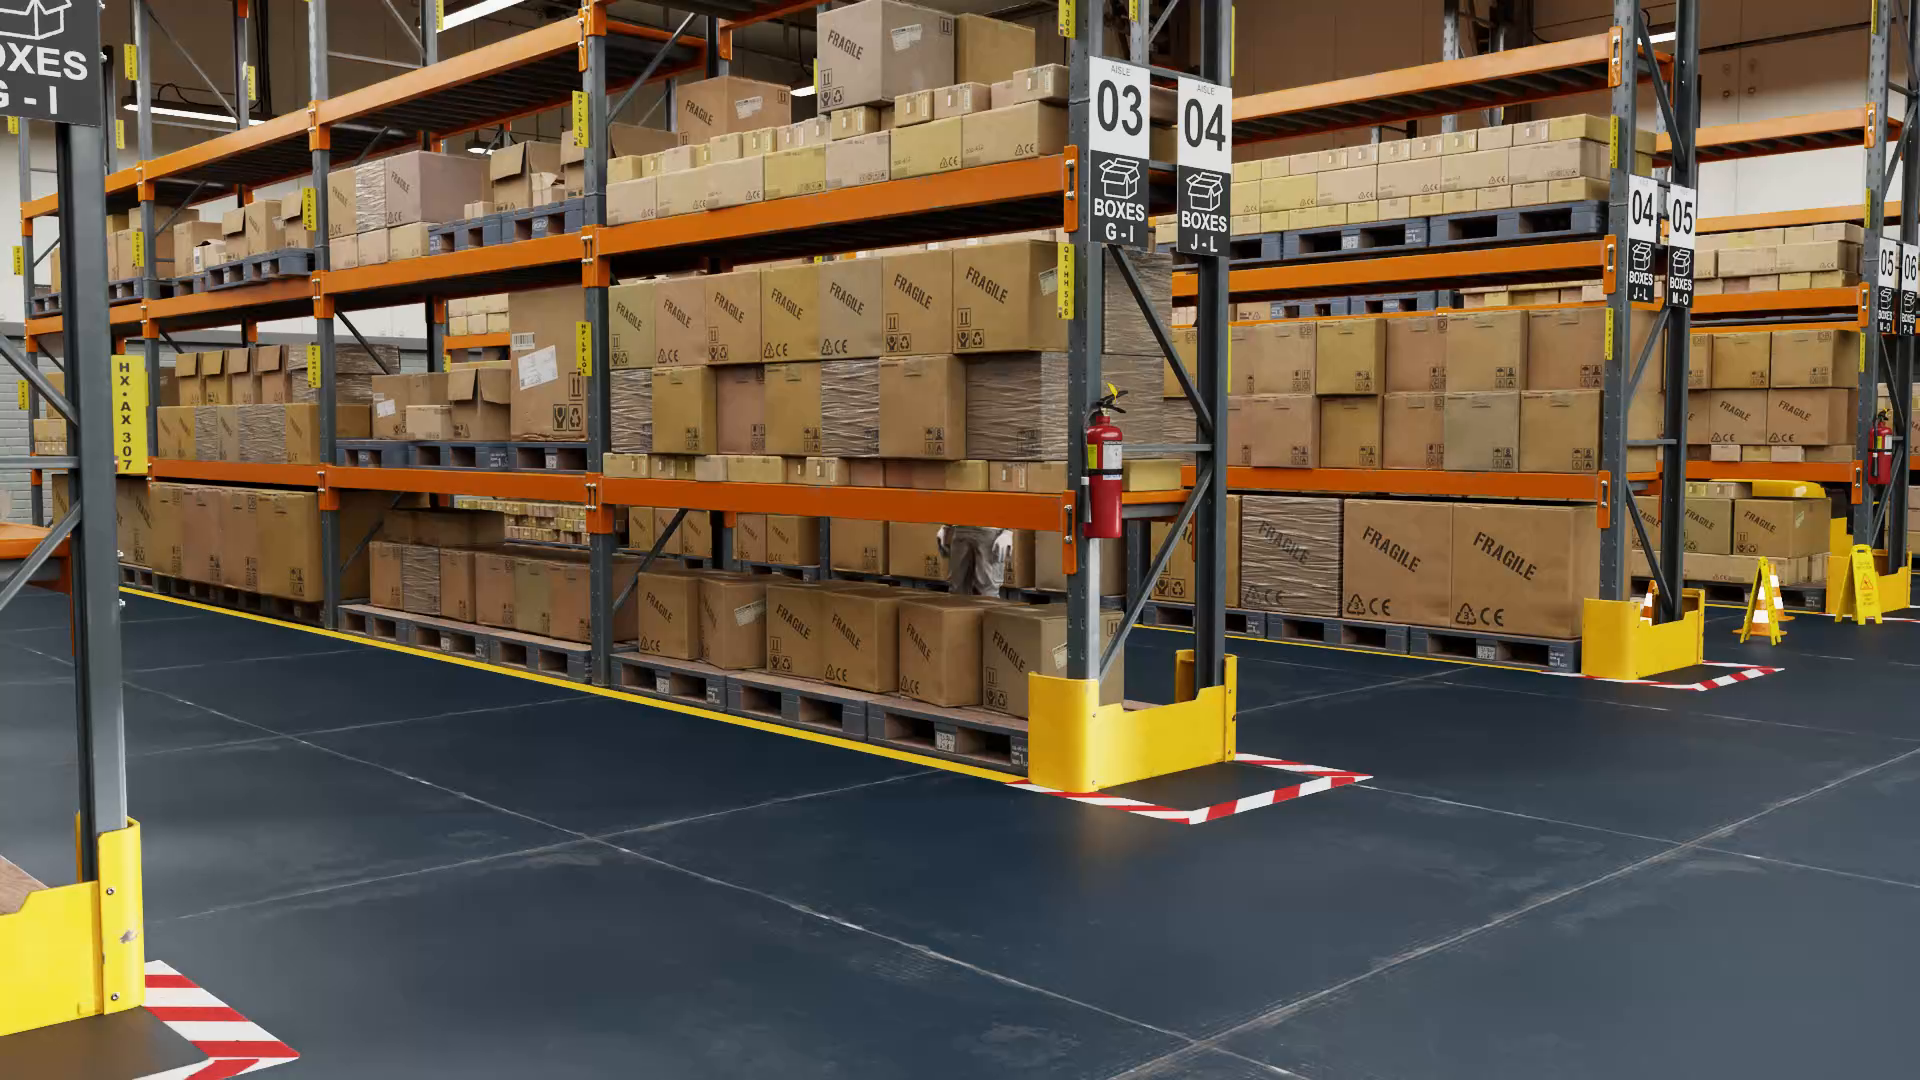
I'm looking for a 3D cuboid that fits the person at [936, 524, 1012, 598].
[{"bbox_3d":[0.106,-0.028,11.053,0.631,1.774,0.450,4,5,44],"label":"person"}]
